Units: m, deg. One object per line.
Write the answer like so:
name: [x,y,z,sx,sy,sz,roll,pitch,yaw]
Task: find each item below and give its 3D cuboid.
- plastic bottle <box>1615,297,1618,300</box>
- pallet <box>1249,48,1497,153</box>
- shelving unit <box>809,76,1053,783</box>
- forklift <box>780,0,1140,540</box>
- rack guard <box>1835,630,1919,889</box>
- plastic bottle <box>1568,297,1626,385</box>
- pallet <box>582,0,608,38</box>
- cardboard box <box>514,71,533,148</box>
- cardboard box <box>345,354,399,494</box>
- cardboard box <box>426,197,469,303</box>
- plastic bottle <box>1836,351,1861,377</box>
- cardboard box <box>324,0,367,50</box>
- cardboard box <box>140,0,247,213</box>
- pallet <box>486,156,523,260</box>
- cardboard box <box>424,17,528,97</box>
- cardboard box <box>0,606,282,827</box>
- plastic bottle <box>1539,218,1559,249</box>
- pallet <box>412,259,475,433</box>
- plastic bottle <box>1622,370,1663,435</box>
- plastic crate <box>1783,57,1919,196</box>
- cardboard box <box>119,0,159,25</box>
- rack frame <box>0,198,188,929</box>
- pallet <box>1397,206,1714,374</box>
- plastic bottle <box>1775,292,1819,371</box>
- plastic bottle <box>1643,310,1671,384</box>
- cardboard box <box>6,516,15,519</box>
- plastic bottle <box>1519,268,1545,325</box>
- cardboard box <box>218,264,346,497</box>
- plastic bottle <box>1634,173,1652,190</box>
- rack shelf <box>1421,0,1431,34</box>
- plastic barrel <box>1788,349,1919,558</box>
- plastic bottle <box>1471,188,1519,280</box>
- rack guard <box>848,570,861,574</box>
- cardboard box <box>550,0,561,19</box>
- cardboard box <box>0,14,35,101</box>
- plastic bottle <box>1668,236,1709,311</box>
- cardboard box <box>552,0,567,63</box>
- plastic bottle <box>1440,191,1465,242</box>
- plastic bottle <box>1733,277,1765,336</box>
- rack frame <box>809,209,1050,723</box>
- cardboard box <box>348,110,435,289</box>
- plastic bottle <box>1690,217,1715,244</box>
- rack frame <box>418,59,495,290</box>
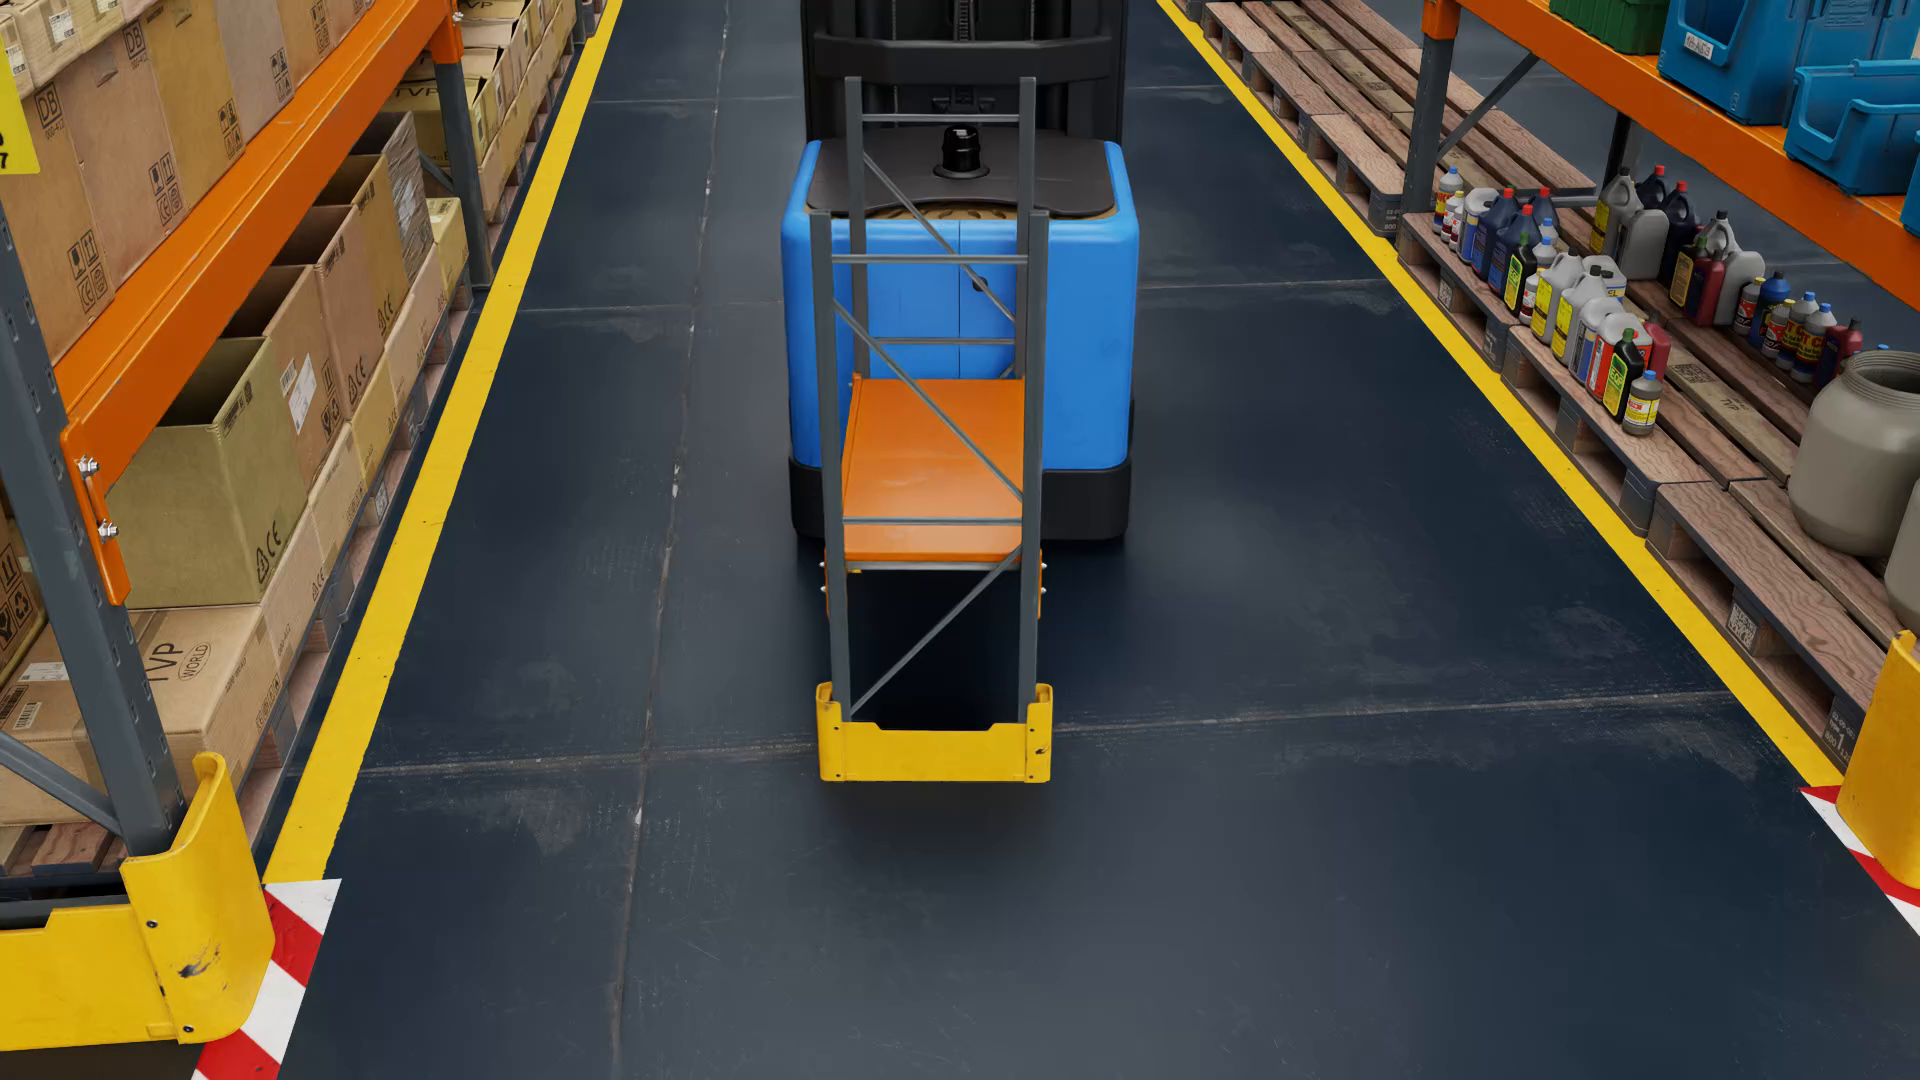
plastic bottle: [2.299,-0.764,5.903,0.097,0.201,0.097,0,31,0]
pallet: [2.217,-2.415,9.087,1.003,0.211,1.213,-3,31,-5]
shelving unit: [-0.058,-0.306,4.299,0.587,1.500,1.083,0,31,1]
forklift: [0.017,-1.975,5.698,1.130,2.935,3.031,0,31,1]
rack guard: [2.766,0.490,3.942,1.175,0.500,0.348,-3,31,-5]
plastic bottle: [2.203,-0.683,5.696,0.152,0.276,0.135,-4,31,-6]
pallet: [-2.892,-3.581,11.040,1.003,0.211,1.213,-3,31,-5]
cardboard box: [-2.375,-2.096,8.106,0.500,0.250,0.500,-4,31,-6]
cardboard box: [-2.079,-0.361,5.201,0.500,0.250,0.500,-3,31,-5]
cardboard box: [-2.225,-1.127,6.483,0.500,0.250,0.500,-3,31,-5]
plastic bottle: [2.951,-0.527,5.507,0.097,0.201,0.097,0,31,0]
cardboard box: [-2.382,-1.901,5.410,0.700,0.500,0.500,-3,31,-5]
cardboard box: [-2.238,-1.114,4.093,0.700,0.500,0.500,-3,31,-4]
pallet: [-2.594,-1.530,7.606,1.003,0.211,1.213,-3,31,-5]
cardboard box: [-2.368,-2.337,7.962,0.500,0.311,0.500,-4,31,-6]
cardboard box: [-1.941,0.405,3.919,0.500,0.250,0.500,-3,31,-5]
plastic bottle: [2.242,-1.106,6.408,0.097,0.271,0.097,0,31,0]
pallet: [-2.453,-0.748,6.296,1.003,0.211,1.213,-3,31,-5]
plastic bottle: [2.212,-0.450,5.379,0.097,0.201,0.097,0,31,0]
plastic crate: [2.420,-1.055,4.237,0.499,0.251,0.408,-3,31,-5]
cardboard box: [-2.005,-1.234,3.661,0.380,0.149,0.250,-3,31,-5]
rack frame: [-2.112,-0.311,2.845,1.000,3.000,0.127,-3,31,-5]
pallet: [2.467,-1.046,6.796,1.003,0.211,1.213,-3,31,-5]
plastic bottle: [2.919,-0.730,5.779,0.097,0.271,0.097,0,31,0]
plastic bottle: [2.321,-0.621,5.584,0.061,0.283,0.133,-3,31,-5]
cardboard box: [-2.564,-0.080,4.731,0.500,0.250,0.500,-3,31,-5]
plastic bottle: [2.129,-0.902,6.135,0.097,0.201,0.097,0,31,0]
cardboard box: [-2.049,-0.427,4.580,0.500,0.500,0.500,-3,31,-5]
plastic bottle: [2.819,-1.381,6.857,0.061,0.283,0.133,-1,31,-2]
rack shelf: [2.259,-3.301,8.552,1.077,0.370,4.000,-3,31,-5]
plastic barrel: [2.635,-0.247,4.755,0.421,0.512,0.421,0,31,0]
plastic bottle: [2.108,-1.208,6.502,0.144,0.351,0.185,-2,31,-3]
rack guard: [-0.051,-0.025,5.047,0.587,0.250,0.087,0,31,1]
cardboard box: [-2.510,-3.115,9.265,0.500,0.311,0.500,-3,31,-5]
cardboard box: [-1.934,-0.843,3.006,0.380,0.149,0.250,-3,31,-5]
plastic bottle: [2.742,-1.015,6.245,0.061,0.283,0.133,-3,31,-5]
cardboard box: [-2.516,-2.875,9.410,0.500,0.250,0.500,-3,31,-5]
plastic bottle: [2.049,-1.340,6.869,0.097,0.201,0.097,0,31,0]
plastic bottle: [2.891,-0.856,6.058,0.097,0.201,0.097,0,31,0]
rack frame: [-0.064,-0.040,3.855,0.500,1.500,0.032,0,31,1]
cardboard box: [-2.190,-1.193,5.862,0.500,0.500,0.500,-3,31,-5]
plastic bottle: [2.868,-1.117,6.415,0.061,0.283,0.133,-1,31,-1]
rack frame: [-2.486,-2.353,6.264,1.000,3.000,0.127,-3,31,-5]
